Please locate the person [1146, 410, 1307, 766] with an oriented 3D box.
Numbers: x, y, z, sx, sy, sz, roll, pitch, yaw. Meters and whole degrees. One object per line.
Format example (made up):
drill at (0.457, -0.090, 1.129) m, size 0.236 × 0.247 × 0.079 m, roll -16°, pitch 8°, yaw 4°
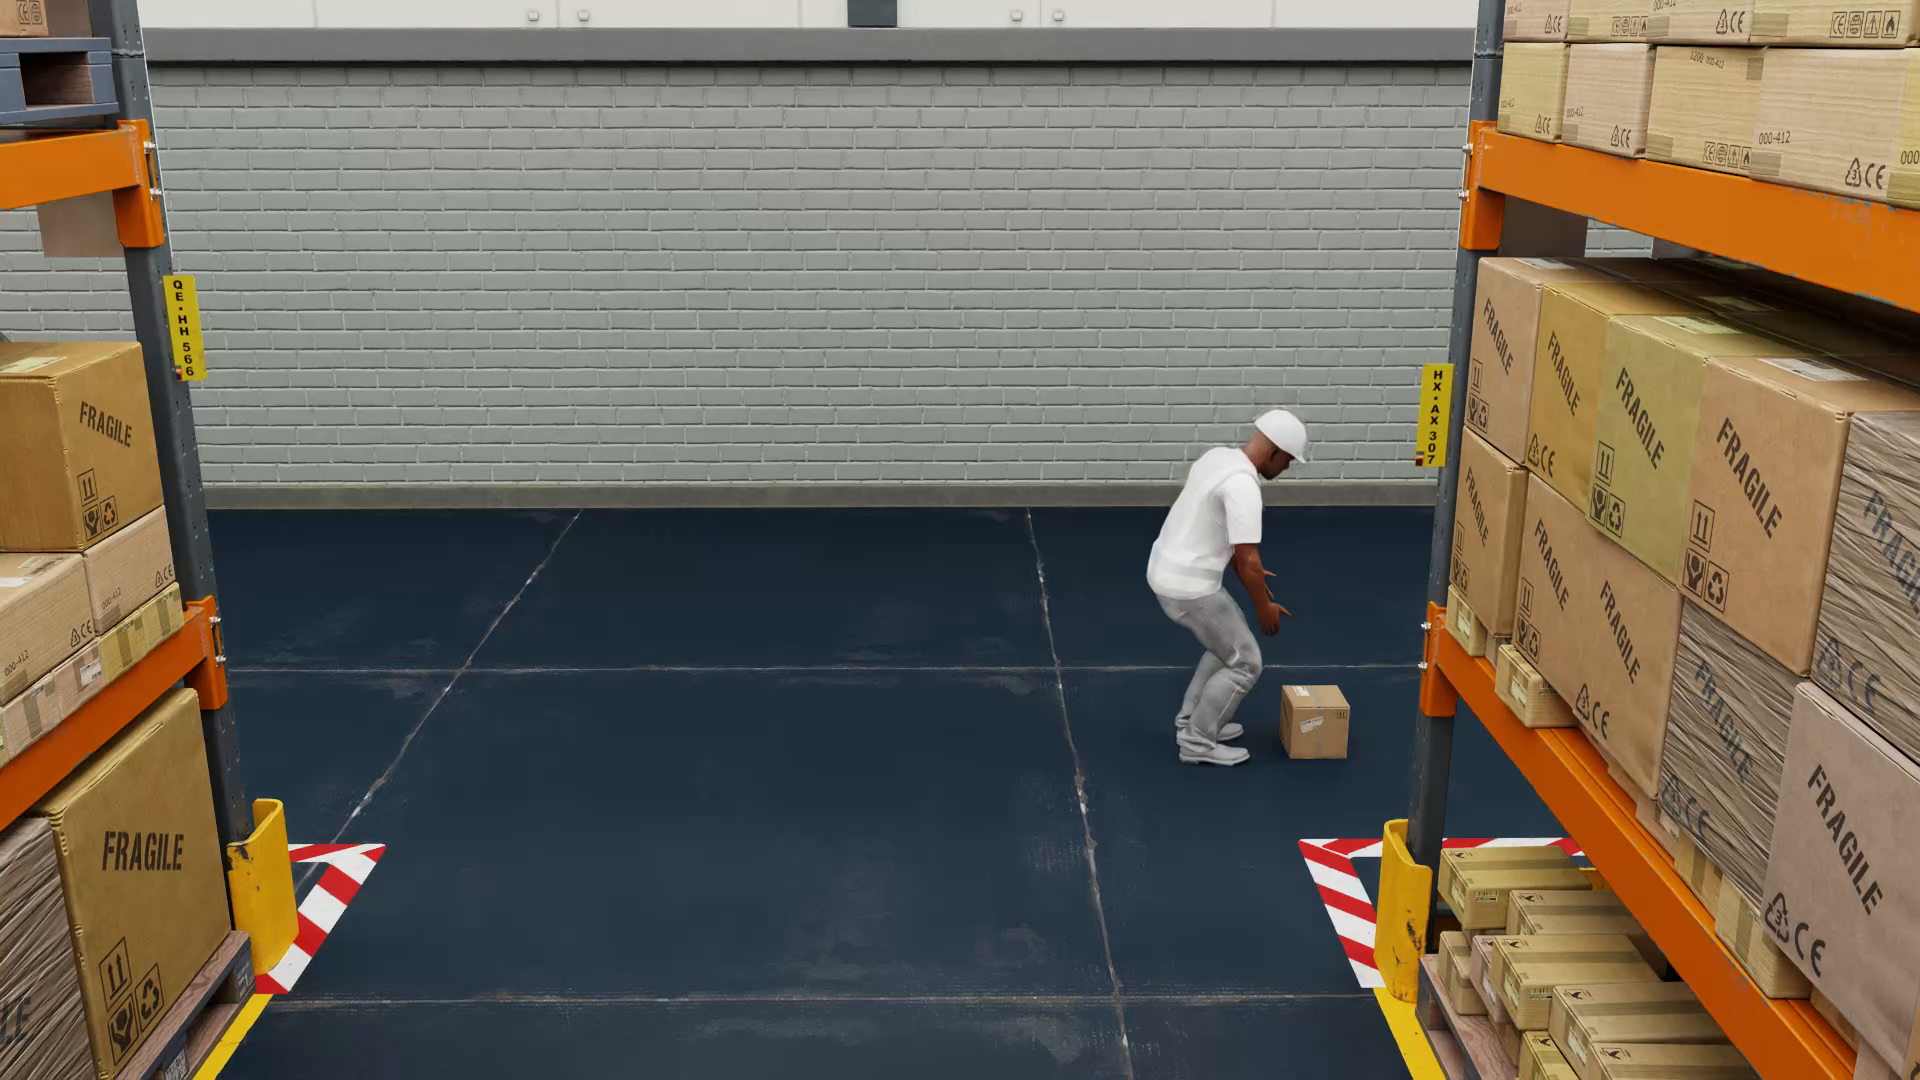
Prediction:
person at (1.151, 0.187, 7.275) m, size 0.666 × 1.543 × 0.625 m, roll 0°, pitch 17°, yaw 0°
